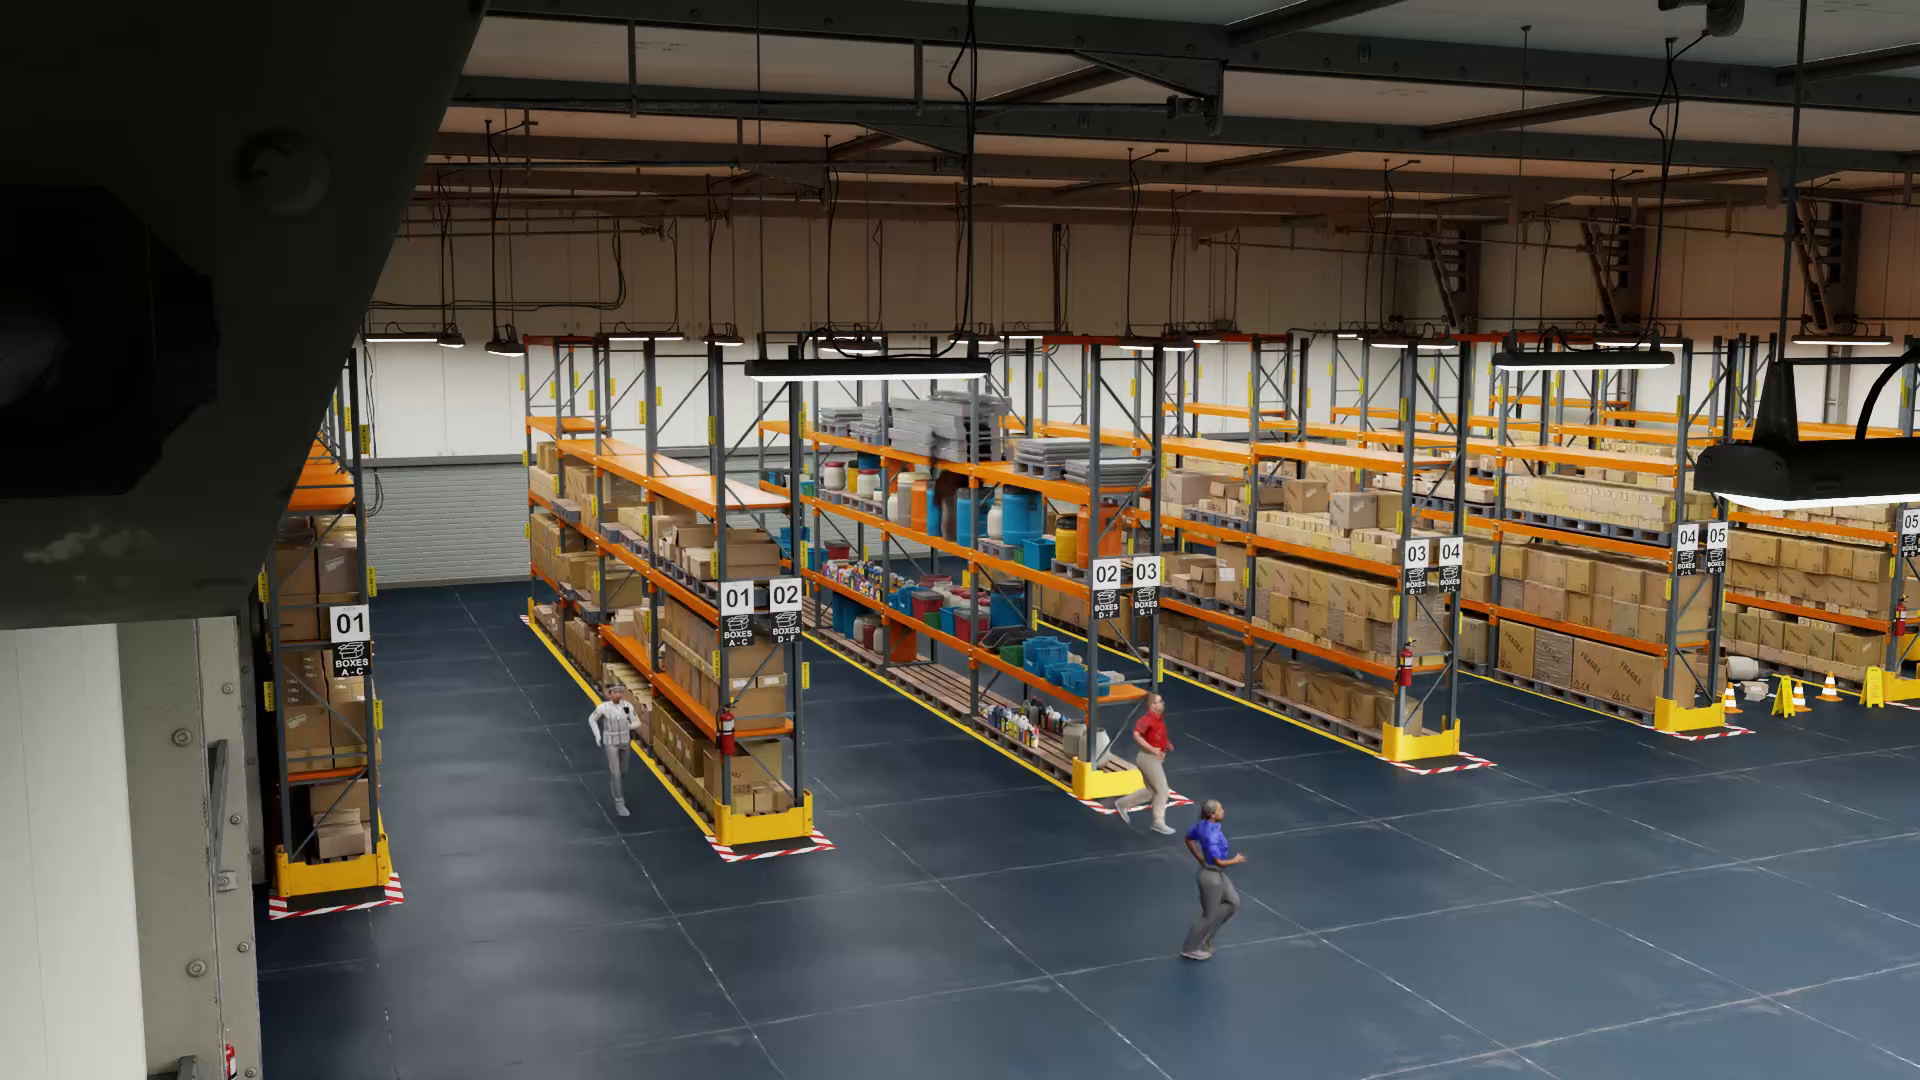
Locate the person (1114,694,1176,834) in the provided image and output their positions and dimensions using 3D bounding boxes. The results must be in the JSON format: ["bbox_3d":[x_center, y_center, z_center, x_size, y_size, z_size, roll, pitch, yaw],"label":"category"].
[{"bbox_3d":[2.348,2.762,20.778,0.812,1.701,0.707,3,8,19],"label":"person"}]

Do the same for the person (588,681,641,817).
[{"bbox_3d":[-4.416,2.631,21.430,0.611,1.681,0.906,-4,9,-29],"label":"person"}]

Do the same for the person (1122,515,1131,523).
[{"bbox_3d":[3.926,0.122,40.300,0.718,1.739,0.564,2,8,17],"label":"person"}]

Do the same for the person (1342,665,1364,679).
[{"bbox_3d":[7.074,1.546,29.506,0.670,1.819,0.749,-6,10,-39],"label":"person"}]

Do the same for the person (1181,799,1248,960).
[{"bbox_3d":[2.517,3.341,16.425,0.649,1.628,0.549,0,8,2],"label":"person"}]
